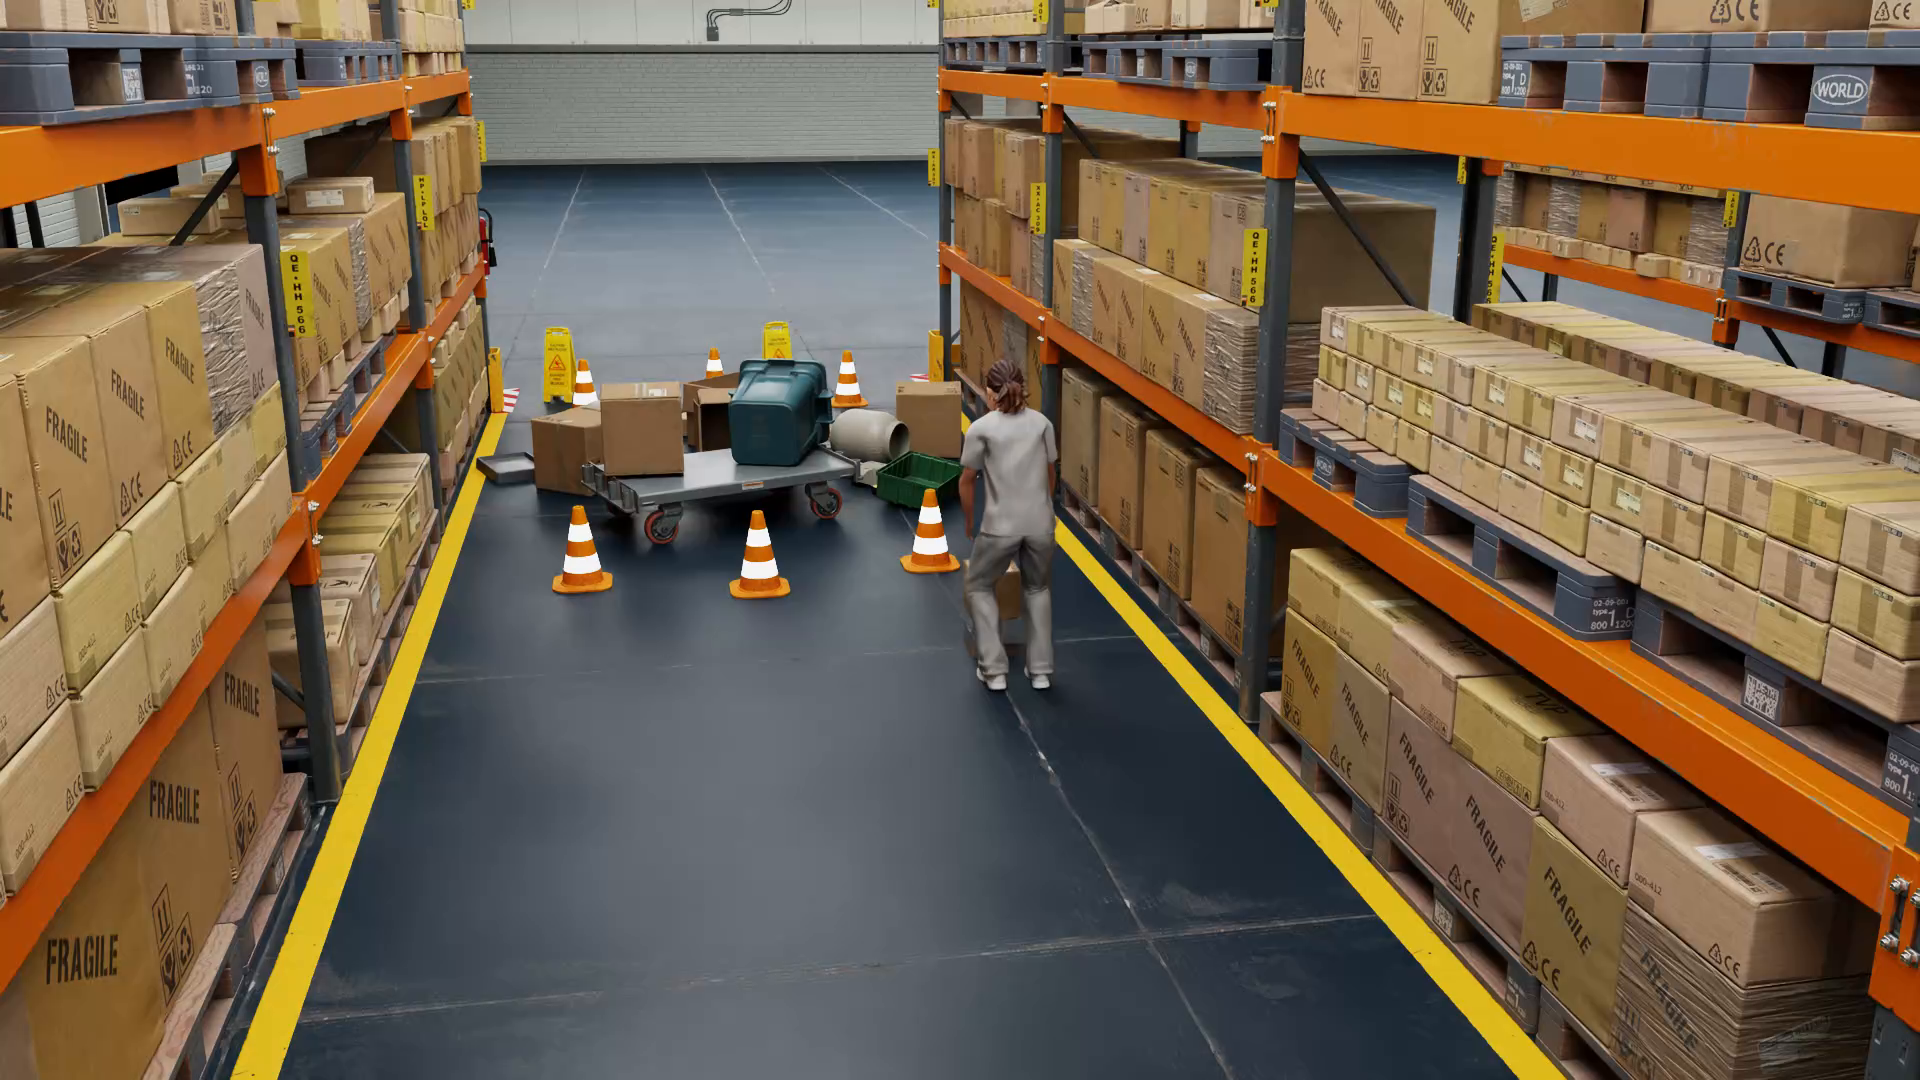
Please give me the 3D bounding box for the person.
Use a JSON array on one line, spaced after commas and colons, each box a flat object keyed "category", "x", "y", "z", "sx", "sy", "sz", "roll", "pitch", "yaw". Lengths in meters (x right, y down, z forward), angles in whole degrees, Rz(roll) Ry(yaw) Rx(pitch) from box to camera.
[{"category": "person", "x": 0.231, "y": -0.060, "z": 7.939, "sx": 0.475, "sy": 1.573, "sz": 0.467, "roll": -3, "pitch": 17, "yaw": -9}]
